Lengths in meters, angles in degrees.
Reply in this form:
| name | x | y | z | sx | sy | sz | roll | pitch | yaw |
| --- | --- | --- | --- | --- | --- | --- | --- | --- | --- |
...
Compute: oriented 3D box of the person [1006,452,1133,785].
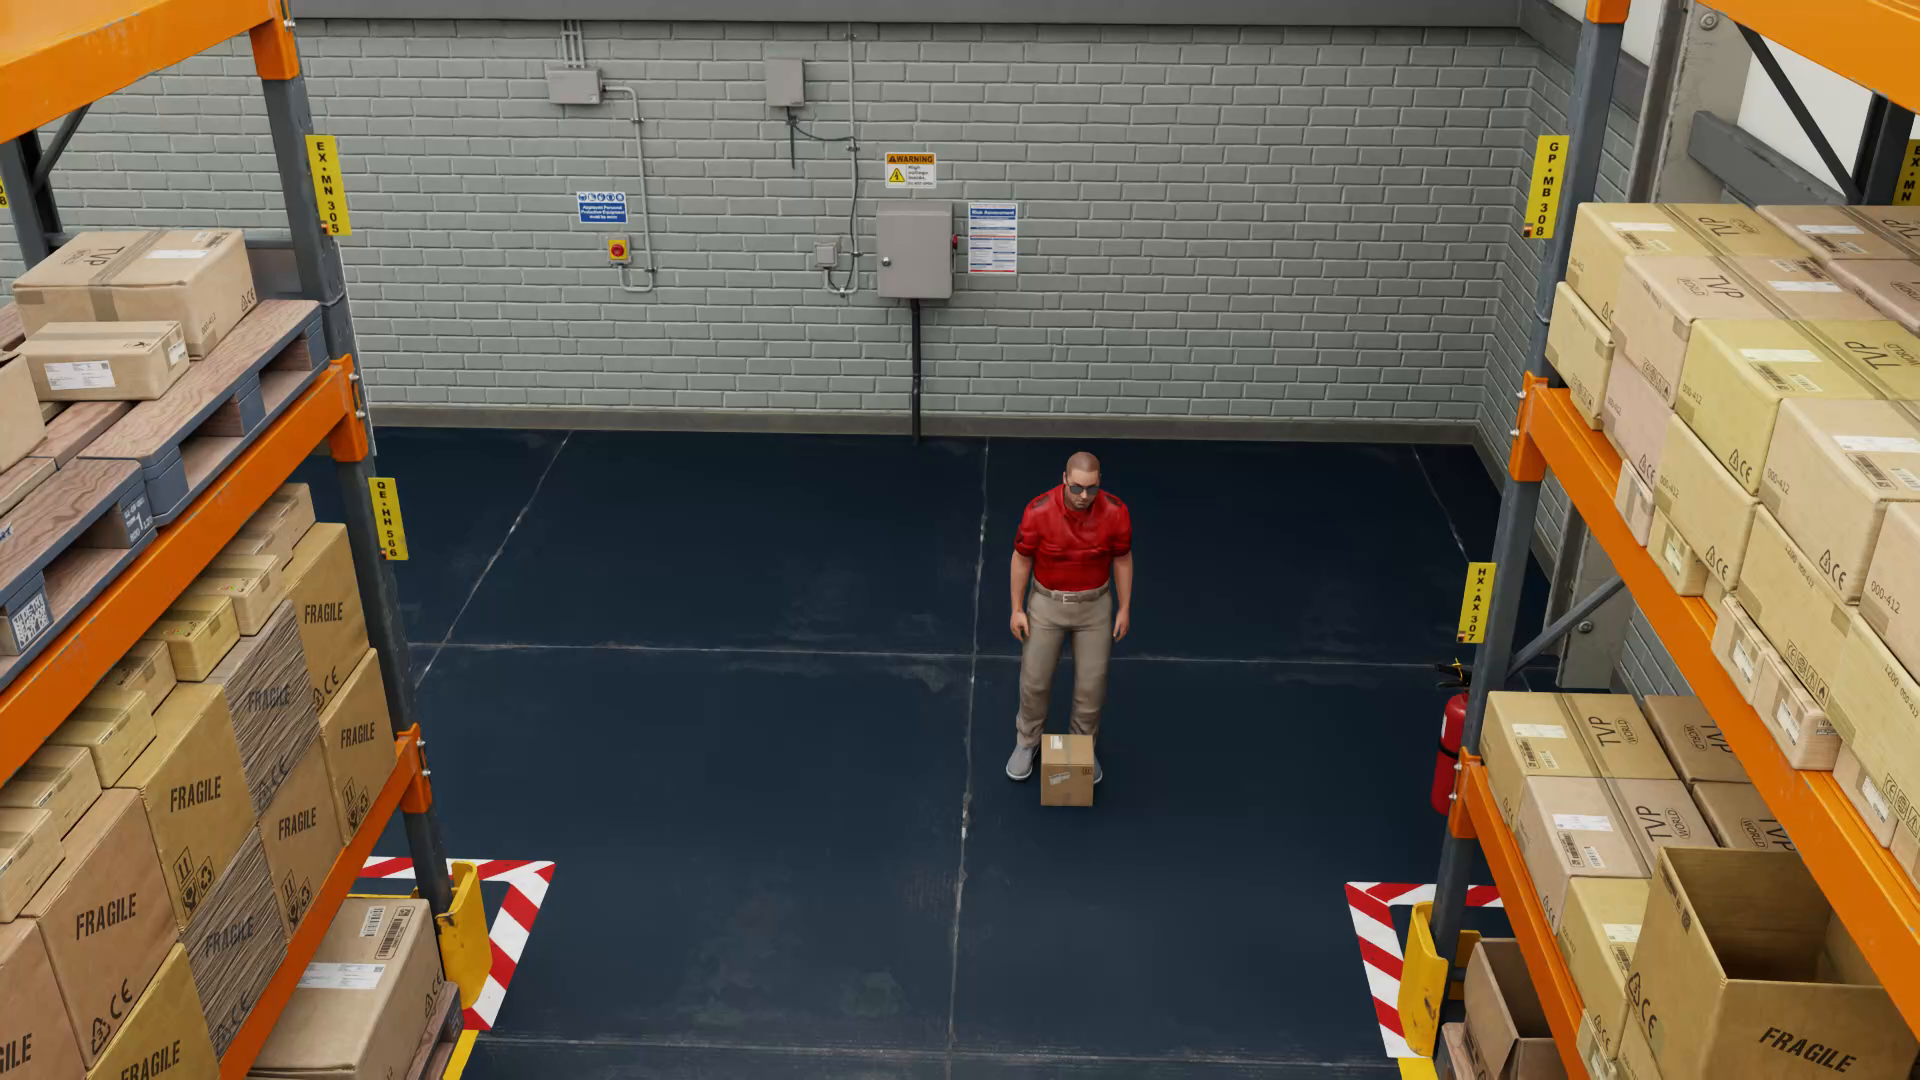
| name | x | y | z | sx | sy | sz | roll | pitch | yaw |
| --- | --- | --- | --- | --- | --- | --- | --- | --- | --- |
| person | 0.527 | 0.357 | 7.959 | 0.599 | 1.726 | 0.436 | -1 | 28 | -1 |
